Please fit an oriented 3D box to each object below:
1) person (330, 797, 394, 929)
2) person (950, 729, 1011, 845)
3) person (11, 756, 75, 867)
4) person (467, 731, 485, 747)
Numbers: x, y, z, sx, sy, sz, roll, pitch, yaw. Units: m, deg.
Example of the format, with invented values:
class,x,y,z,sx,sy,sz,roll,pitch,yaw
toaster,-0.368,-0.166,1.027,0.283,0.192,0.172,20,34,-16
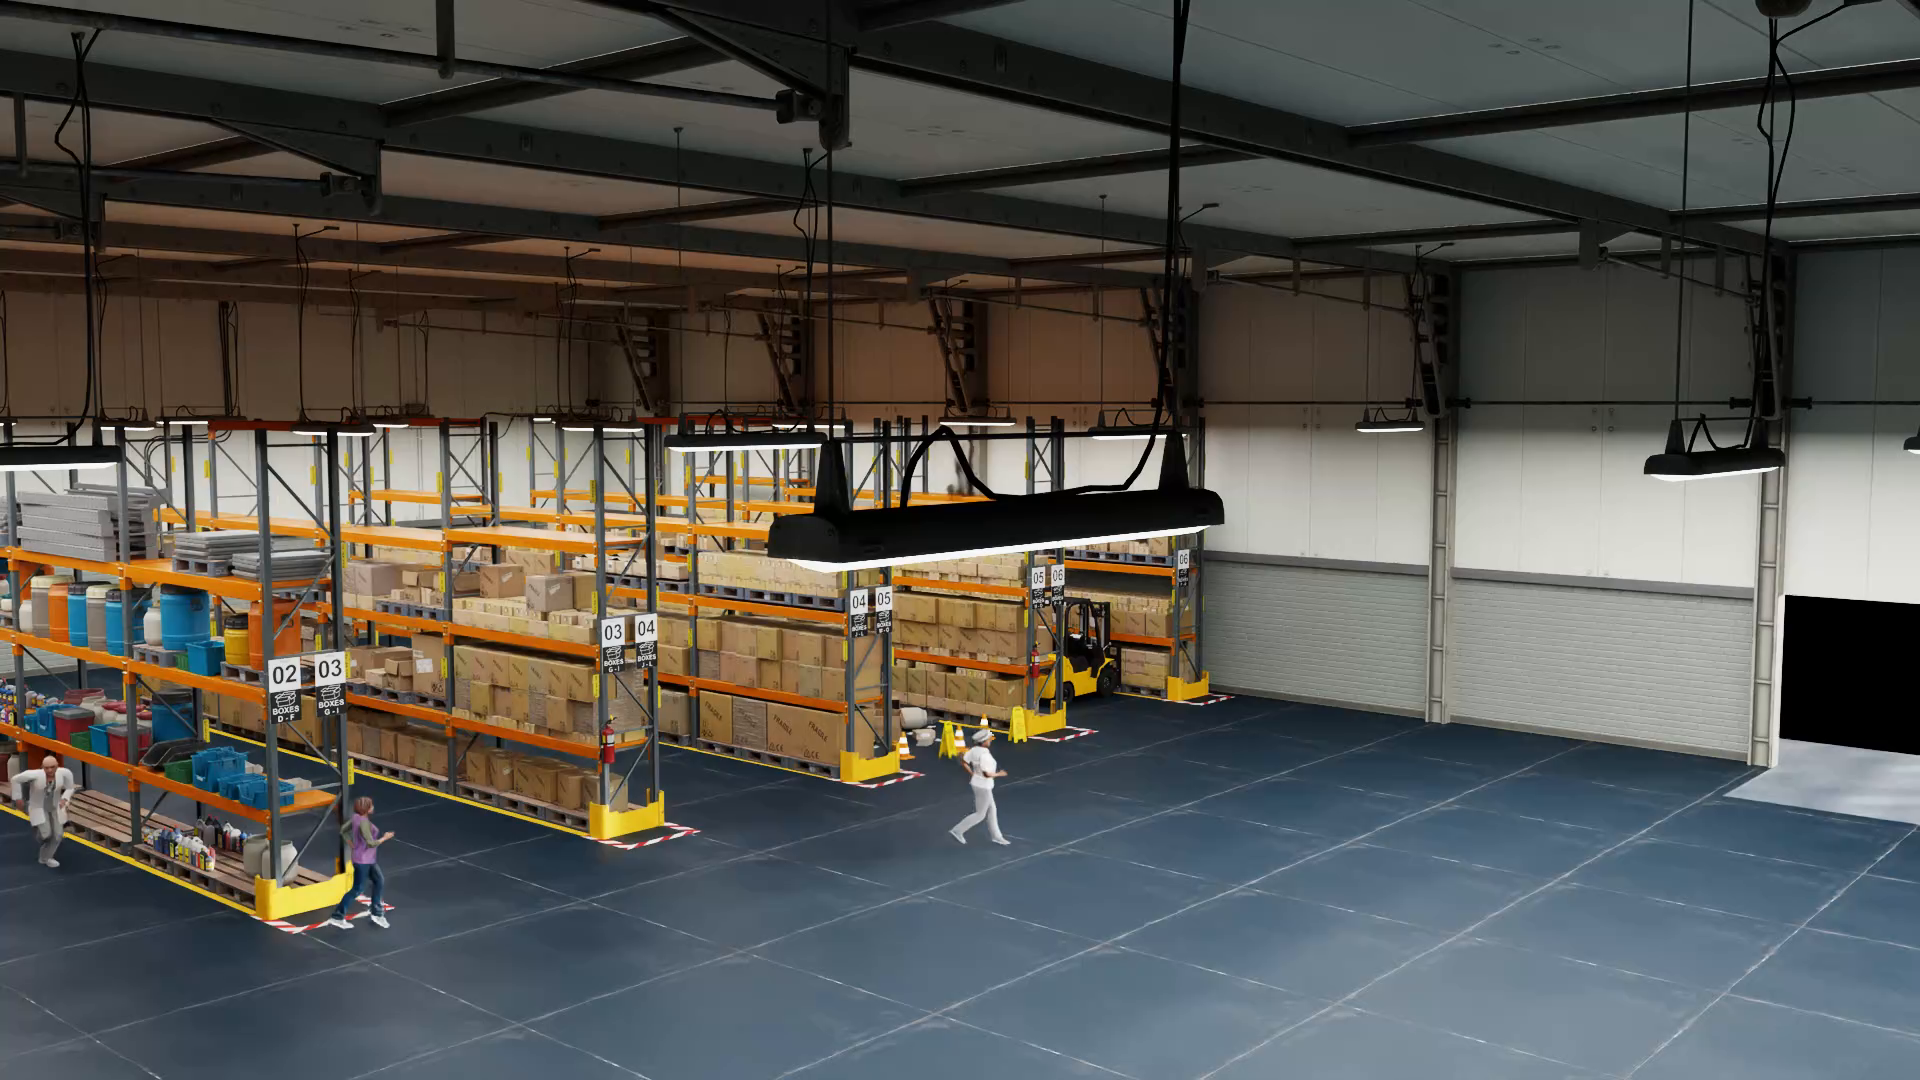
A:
class,x,y,z,sx,sy,sz,roll,pitch,yaw
person,-7.146,3.884,19.868,0.757,1.666,0.509,-2,5,-22
person,0.290,3.525,23.555,0.924,1.711,0.579,-1,5,-16
person,-12.364,3.758,22.459,0.736,1.434,0.866,-4,6,-40
person,-8.716,2.993,30.402,0.575,1.621,0.587,4,6,37
